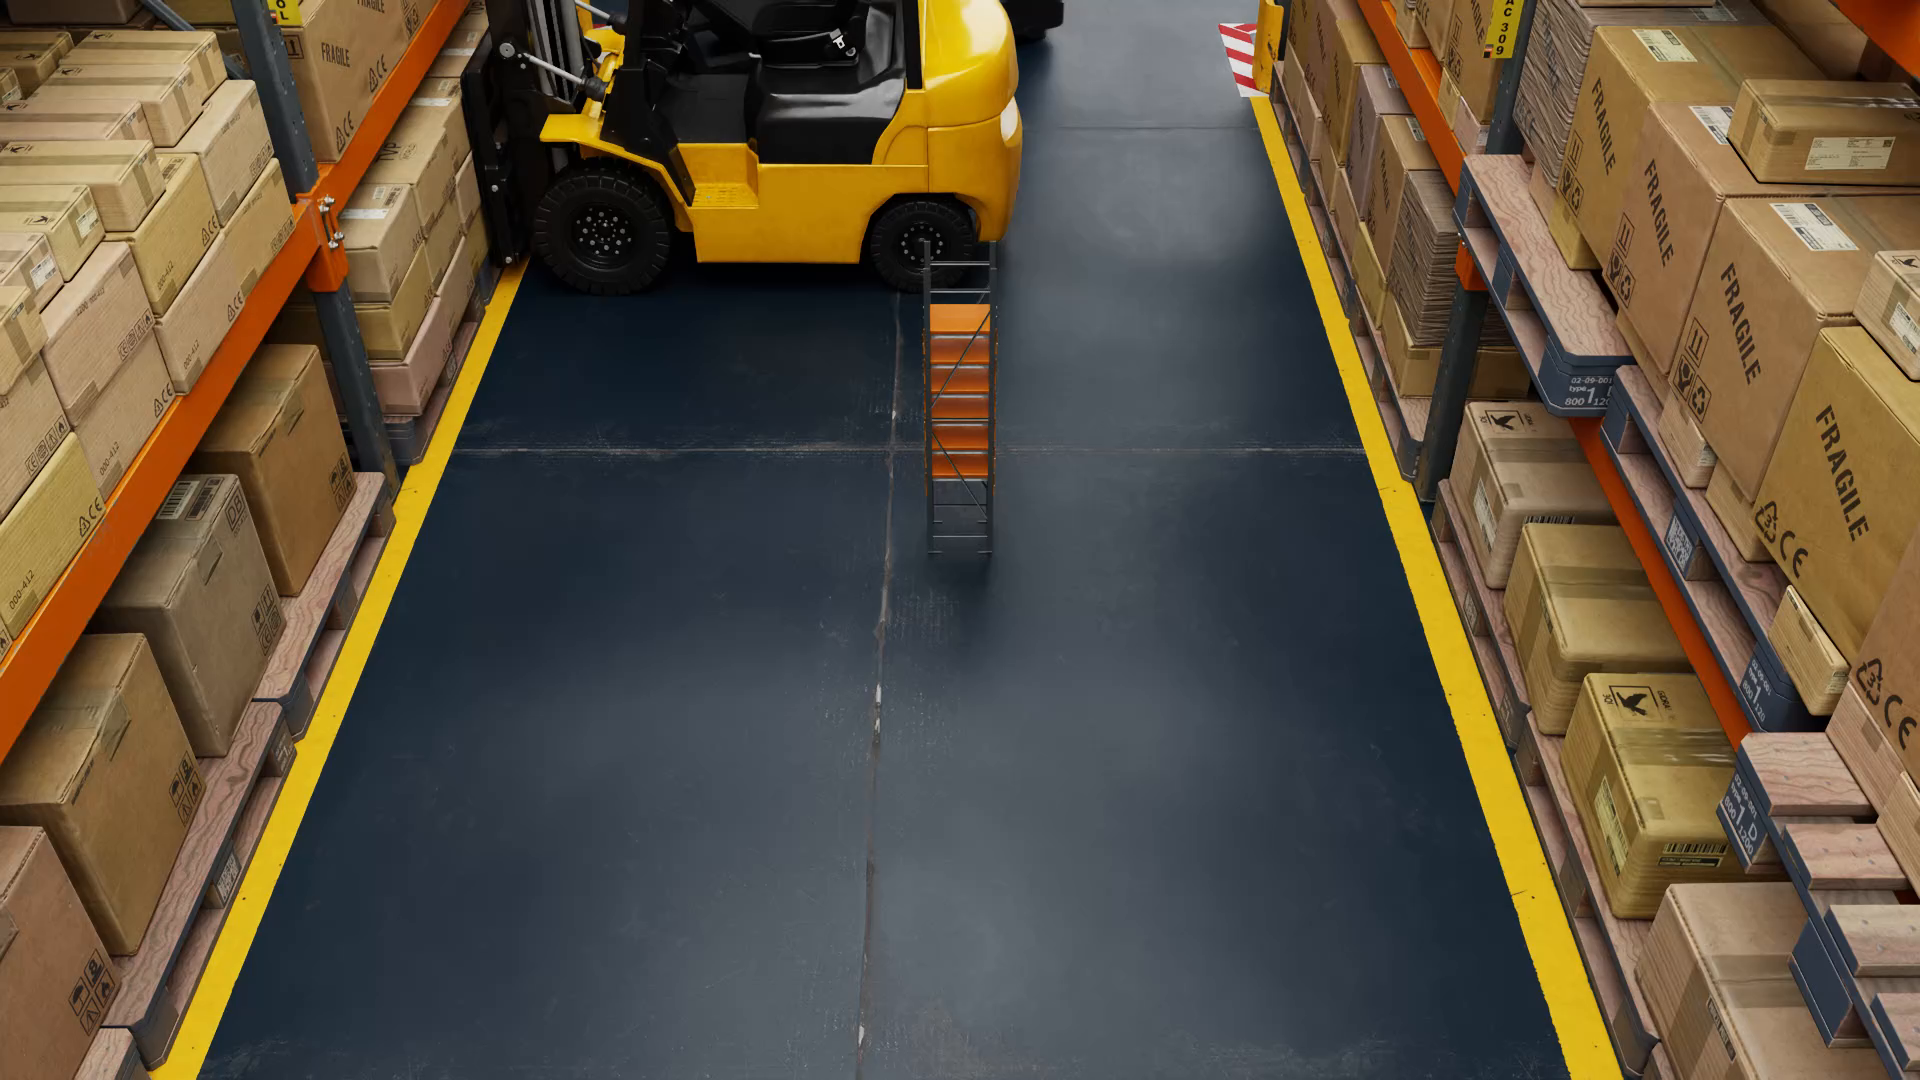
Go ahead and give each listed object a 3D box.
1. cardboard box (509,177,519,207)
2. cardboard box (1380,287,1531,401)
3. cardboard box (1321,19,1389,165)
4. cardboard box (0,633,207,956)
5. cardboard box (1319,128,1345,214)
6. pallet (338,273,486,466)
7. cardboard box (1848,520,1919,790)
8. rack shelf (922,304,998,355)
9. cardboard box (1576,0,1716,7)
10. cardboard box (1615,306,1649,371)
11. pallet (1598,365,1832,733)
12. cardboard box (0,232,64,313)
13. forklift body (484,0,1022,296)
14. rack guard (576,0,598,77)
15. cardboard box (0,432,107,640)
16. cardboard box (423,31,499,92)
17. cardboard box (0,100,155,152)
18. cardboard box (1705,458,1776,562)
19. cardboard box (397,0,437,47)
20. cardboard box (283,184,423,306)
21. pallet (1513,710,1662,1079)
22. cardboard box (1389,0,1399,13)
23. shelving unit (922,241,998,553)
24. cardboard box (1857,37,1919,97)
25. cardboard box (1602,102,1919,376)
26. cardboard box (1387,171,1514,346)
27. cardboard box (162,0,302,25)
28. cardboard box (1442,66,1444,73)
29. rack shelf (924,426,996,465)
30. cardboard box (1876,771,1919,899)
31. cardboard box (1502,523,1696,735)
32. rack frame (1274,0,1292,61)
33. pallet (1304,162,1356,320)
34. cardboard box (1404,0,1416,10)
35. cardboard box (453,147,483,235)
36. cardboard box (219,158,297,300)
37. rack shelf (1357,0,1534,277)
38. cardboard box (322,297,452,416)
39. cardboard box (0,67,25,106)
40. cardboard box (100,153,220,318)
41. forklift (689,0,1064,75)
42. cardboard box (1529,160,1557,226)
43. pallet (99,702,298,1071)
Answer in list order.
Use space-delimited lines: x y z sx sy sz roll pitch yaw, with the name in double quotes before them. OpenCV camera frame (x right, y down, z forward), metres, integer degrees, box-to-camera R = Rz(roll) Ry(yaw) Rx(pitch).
"cardboard box" -2.369 -1.693 7.826 0.500 0.250 0.500 1 39 1
"cardboard box" 2.007 -0.809 6.724 0.500 0.250 0.500 2 39 2
"cardboard box" 1.994 -2.073 7.702 0.500 0.500 0.500 1 39 1
"cardboard box" -2.679 0.702 4.538 0.875 0.625 0.625 -2 39 -2
"cardboard box" 2.003 -1.776 7.930 0.500 0.250 0.500 2 39 3
"pallet" -2.646 -0.752 7.019 1.003 0.211 1.213 0 39 0
"cardboard box" 1.991 0.227 2.915 0.500 0.500 0.500 -1 39 -1
"rack shelf" 0.000 -0.724 5.689 0.258 0.103 0.180 0 39 0
"cardboard box" 1.924 -1.626 4.708 0.380 0.149 0.250 0 39 0
"cardboard box" 1.988 -0.574 4.433 0.380 0.149 0.250 1 39 1
"pallet" 2.238 -0.010 4.017 1.003 0.211 1.213 0 39 0
"cardboard box" -2.434 -0.622 4.029 0.380 0.149 0.250 0 39 0
"forklift body" -0.865 -2.328 7.435 2.313 2.155 1.214 0 39 0
"rack guard" -2.692 -2.883 9.448 1.175 0.500 0.348 0 39 0
"cardboard box" -2.441 -0.021 3.998 0.500 0.250 0.500 1 39 1
"cardboard box" -2.369 -2.085 7.517 0.500 0.250 0.500 -1 39 -1
"cardboard box" -2.499 -1.107 4.634 0.380 0.149 0.250 0 39 0
"cardboard box" 1.965 -0.087 3.824 0.380 0.149 0.250 -1 39 -1
"cardboard box" -2.445 -2.301 6.643 0.500 0.500 0.500 0 39 0
"cardboard box" -2.374 -1.126 6.320 0.500 0.250 0.500 -1 39 -1
"pallet" 2.283 0.992 4.844 1.003 0.211 1.213 0 39 0
"cardboard box" 1.997 -2.246 6.855 0.380 0.149 0.250 -1 39 -1
"shelving unit" 0.000 -0.477 5.886 0.258 1.200 0.189 0 39 0
"cardboard box" 2.517 -1.201 4.178 0.380 0.149 0.250 -1 39 -1
"cardboard box" 1.978 -0.752 4.135 0.500 0.500 0.500 0 39 0
"cardboard box" 2.008 -1.102 6.489 0.500 0.500 0.500 -1 39 -1
"cardboard box" -2.424 -1.834 5.541 0.380 0.149 0.250 -1 39 -1
"cardboard box" 2.042 -1.770 6.261 0.380 0.149 0.250 0 39 0
"rack shelf" 0.000 -0.349 5.989 0.258 0.103 0.180 0 39 0
"cardboard box" 1.928 0.557 3.021 0.380 0.149 0.250 0 39 0
"cardboard box" 2.284 0.291 5.254 0.950 0.372 0.625 2 39 3
"rack frame" 2.272 -3.850 8.655 1.000 3.000 0.127 0 39 0
"pallet" 2.236 -1.445 7.884 1.003 0.211 1.213 0 39 0
"cardboard box" 2.015 -2.427 6.563 0.500 0.500 0.500 1 39 1
"cardboard box" -2.370 -1.560 7.262 0.500 0.250 0.500 0 39 0
"cardboard box" -2.425 -0.969 5.180 0.500 0.250 0.500 1 39 1
"rack shelf" 2.274 -2.318 7.320 1.077 0.370 4.000 0 39 0
"cardboard box" -2.356 -0.736 6.633 0.500 0.250 0.500 0 39 0
"cardboard box" -2.953 -1.247 4.809 0.380 0.149 0.250 -1 39 -2
"cardboard box" -2.423 -0.850 4.633 0.500 0.250 0.500 -1 39 -1
"forklift" -0.907 -3.988 8.883 3.031 2.935 1.130 -21 43 -24
"cardboard box" 1.961 -1.068 5.050 0.380 0.149 0.250 0 39 1
"pallet" -2.643 0.971 4.869 1.003 0.211 1.213 0 39 0
